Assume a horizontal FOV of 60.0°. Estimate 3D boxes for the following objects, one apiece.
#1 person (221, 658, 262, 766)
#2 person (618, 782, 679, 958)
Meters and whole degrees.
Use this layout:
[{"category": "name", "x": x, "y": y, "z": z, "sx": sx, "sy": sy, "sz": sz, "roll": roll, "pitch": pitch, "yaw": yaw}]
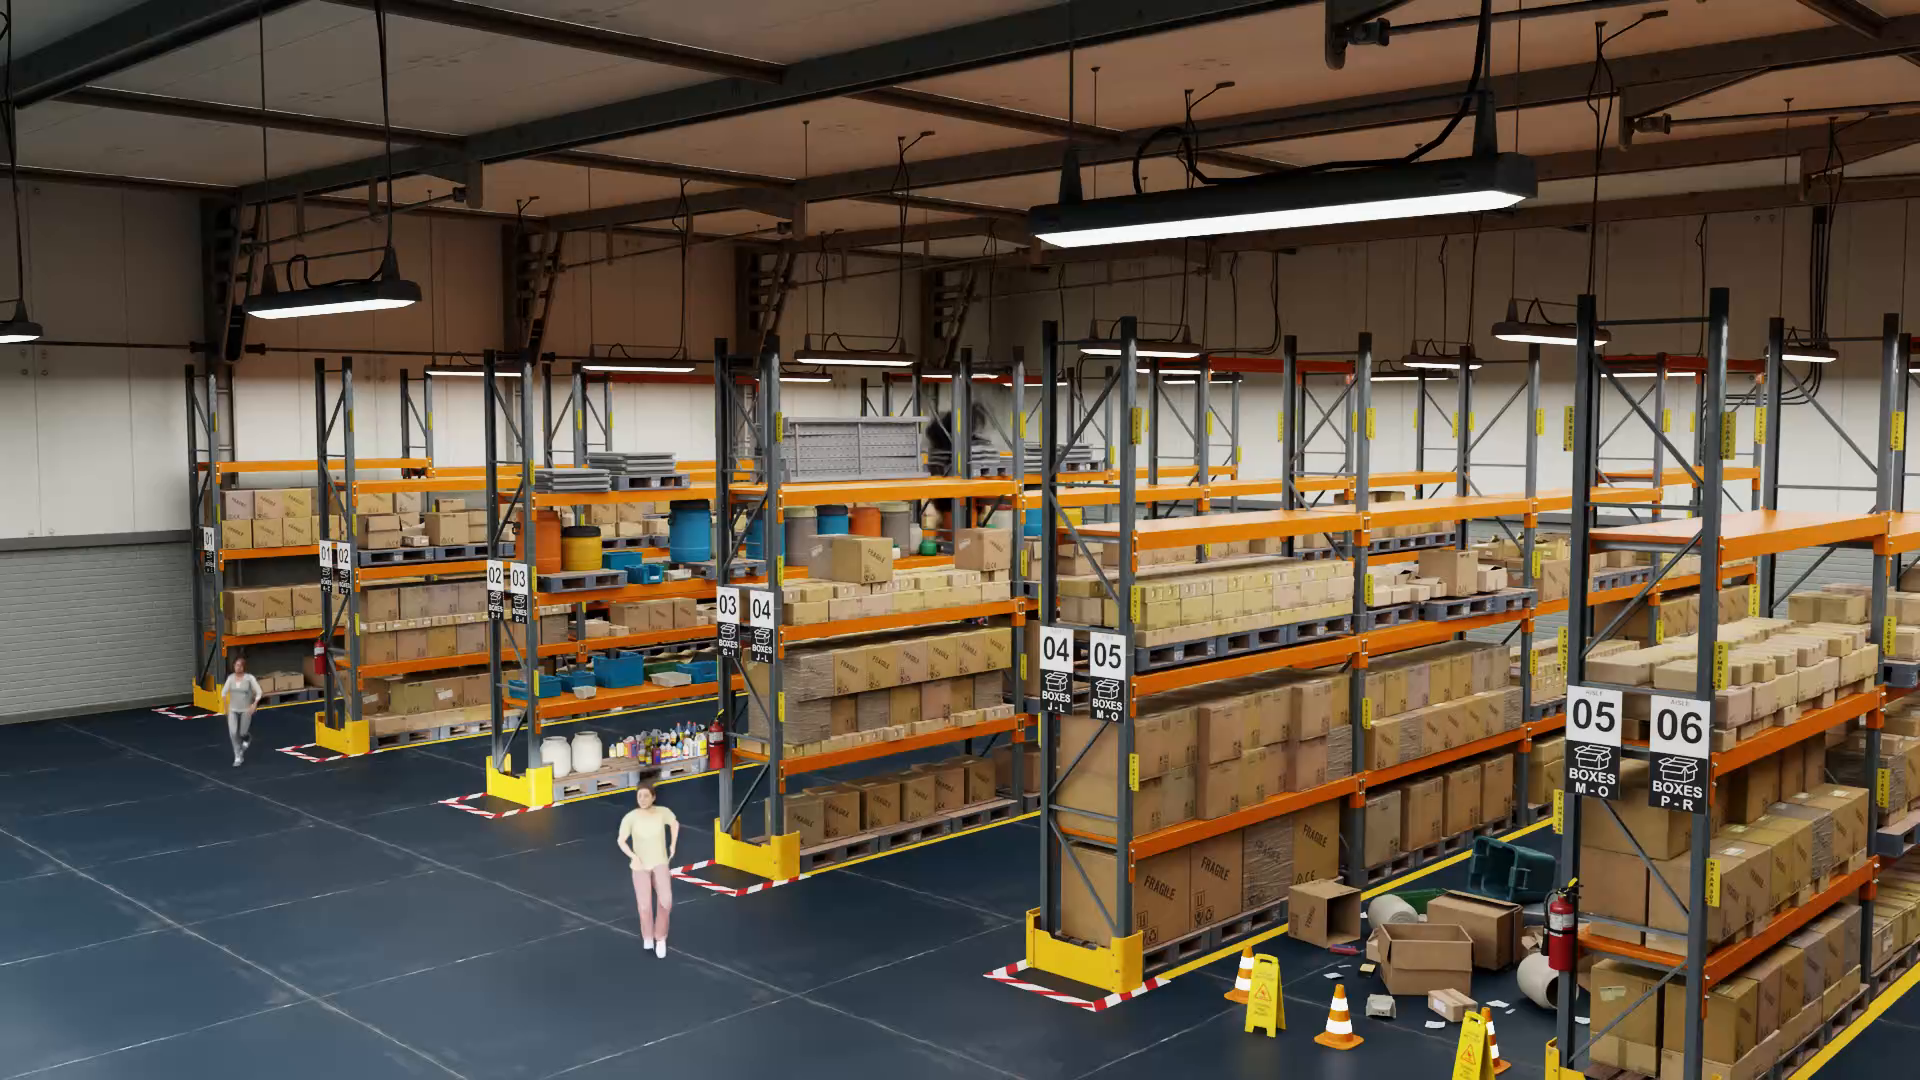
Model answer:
[{"category": "person", "x": -10.617, "y": 2.531, "z": 24.582, "sx": 0.572, "sy": 1.548, "sz": 0.563, "roll": -1, "pitch": 4, "yaw": -11}, {"category": "person", "x": -2.952, "y": 3.126, "z": 15.826, "sx": 0.591, "sy": 1.650, "sz": 0.652, "roll": -1, "pitch": 5, "yaw": -15}]
